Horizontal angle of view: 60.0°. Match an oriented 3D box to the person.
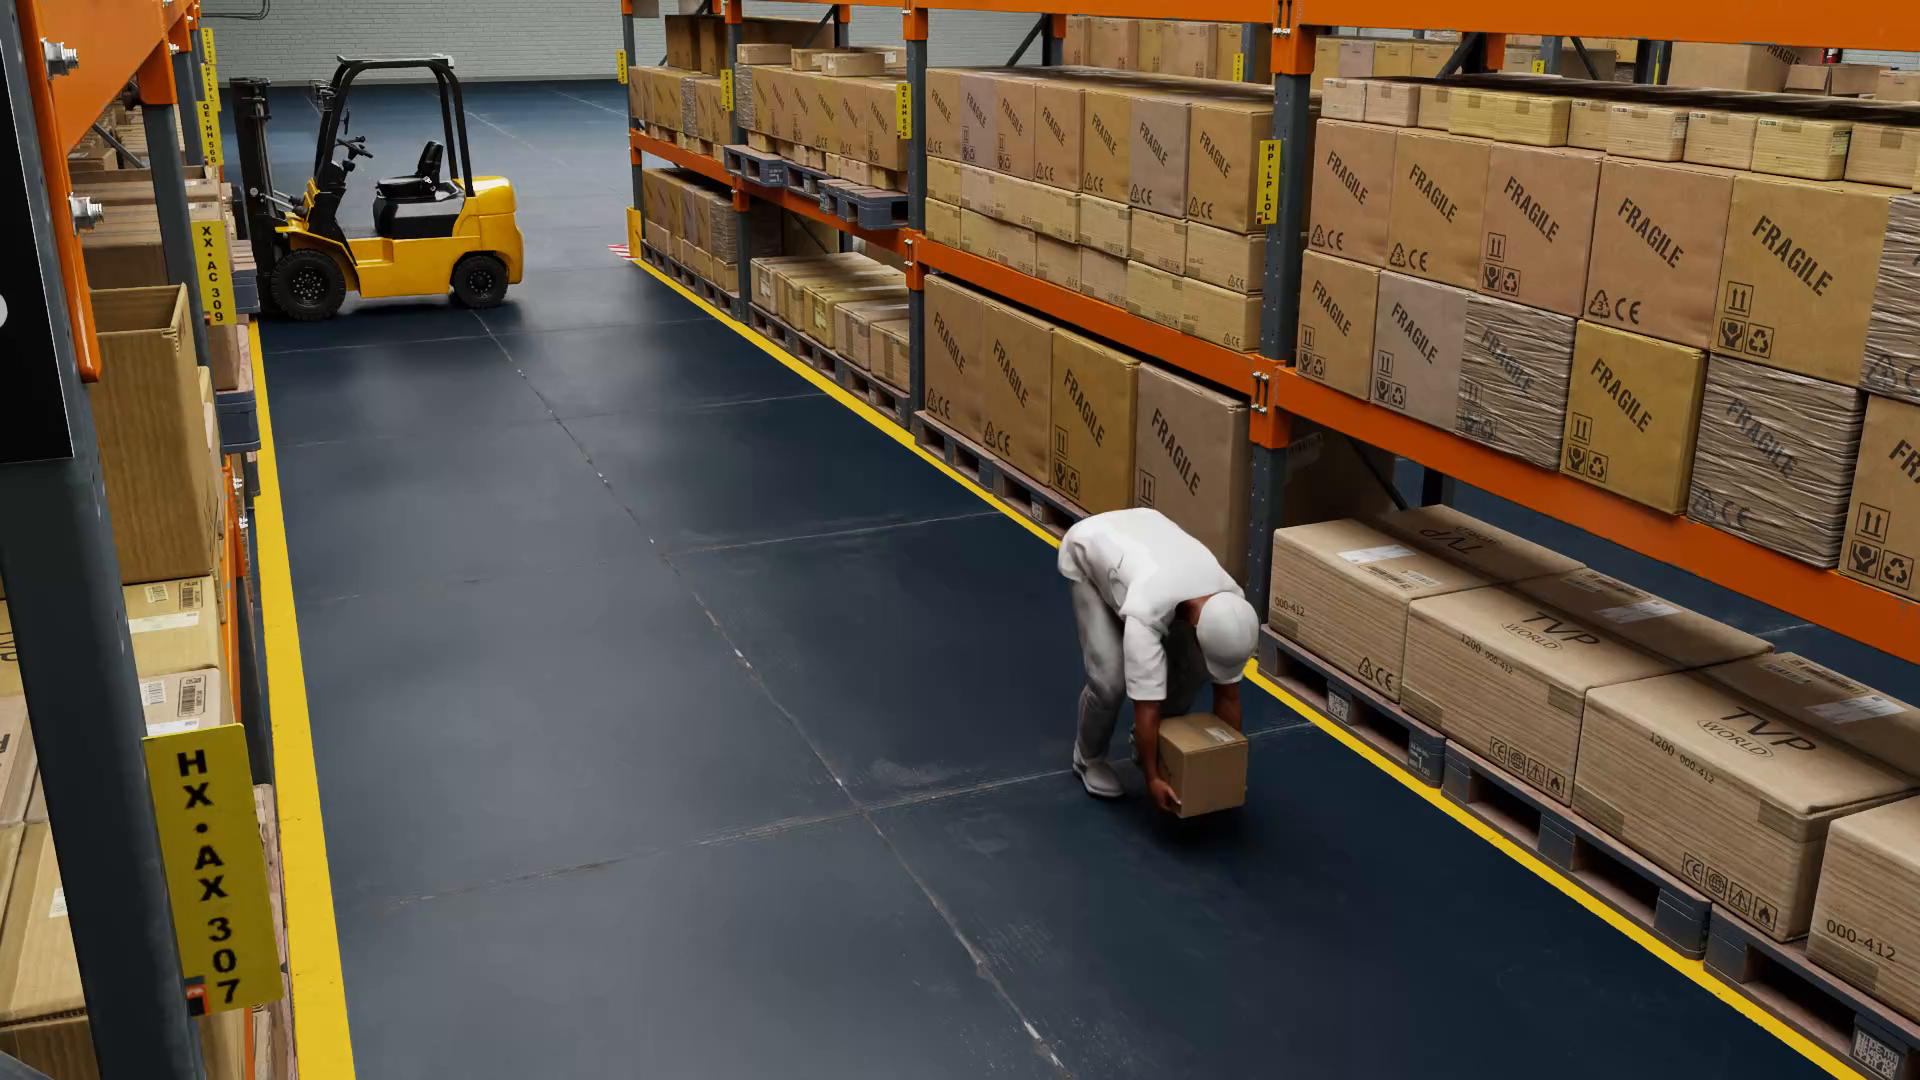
[{"bbox_3d":[0.715,0.450,5.836,0.490,1.030,0.979,-9,21,-25],"label":"person"}]
